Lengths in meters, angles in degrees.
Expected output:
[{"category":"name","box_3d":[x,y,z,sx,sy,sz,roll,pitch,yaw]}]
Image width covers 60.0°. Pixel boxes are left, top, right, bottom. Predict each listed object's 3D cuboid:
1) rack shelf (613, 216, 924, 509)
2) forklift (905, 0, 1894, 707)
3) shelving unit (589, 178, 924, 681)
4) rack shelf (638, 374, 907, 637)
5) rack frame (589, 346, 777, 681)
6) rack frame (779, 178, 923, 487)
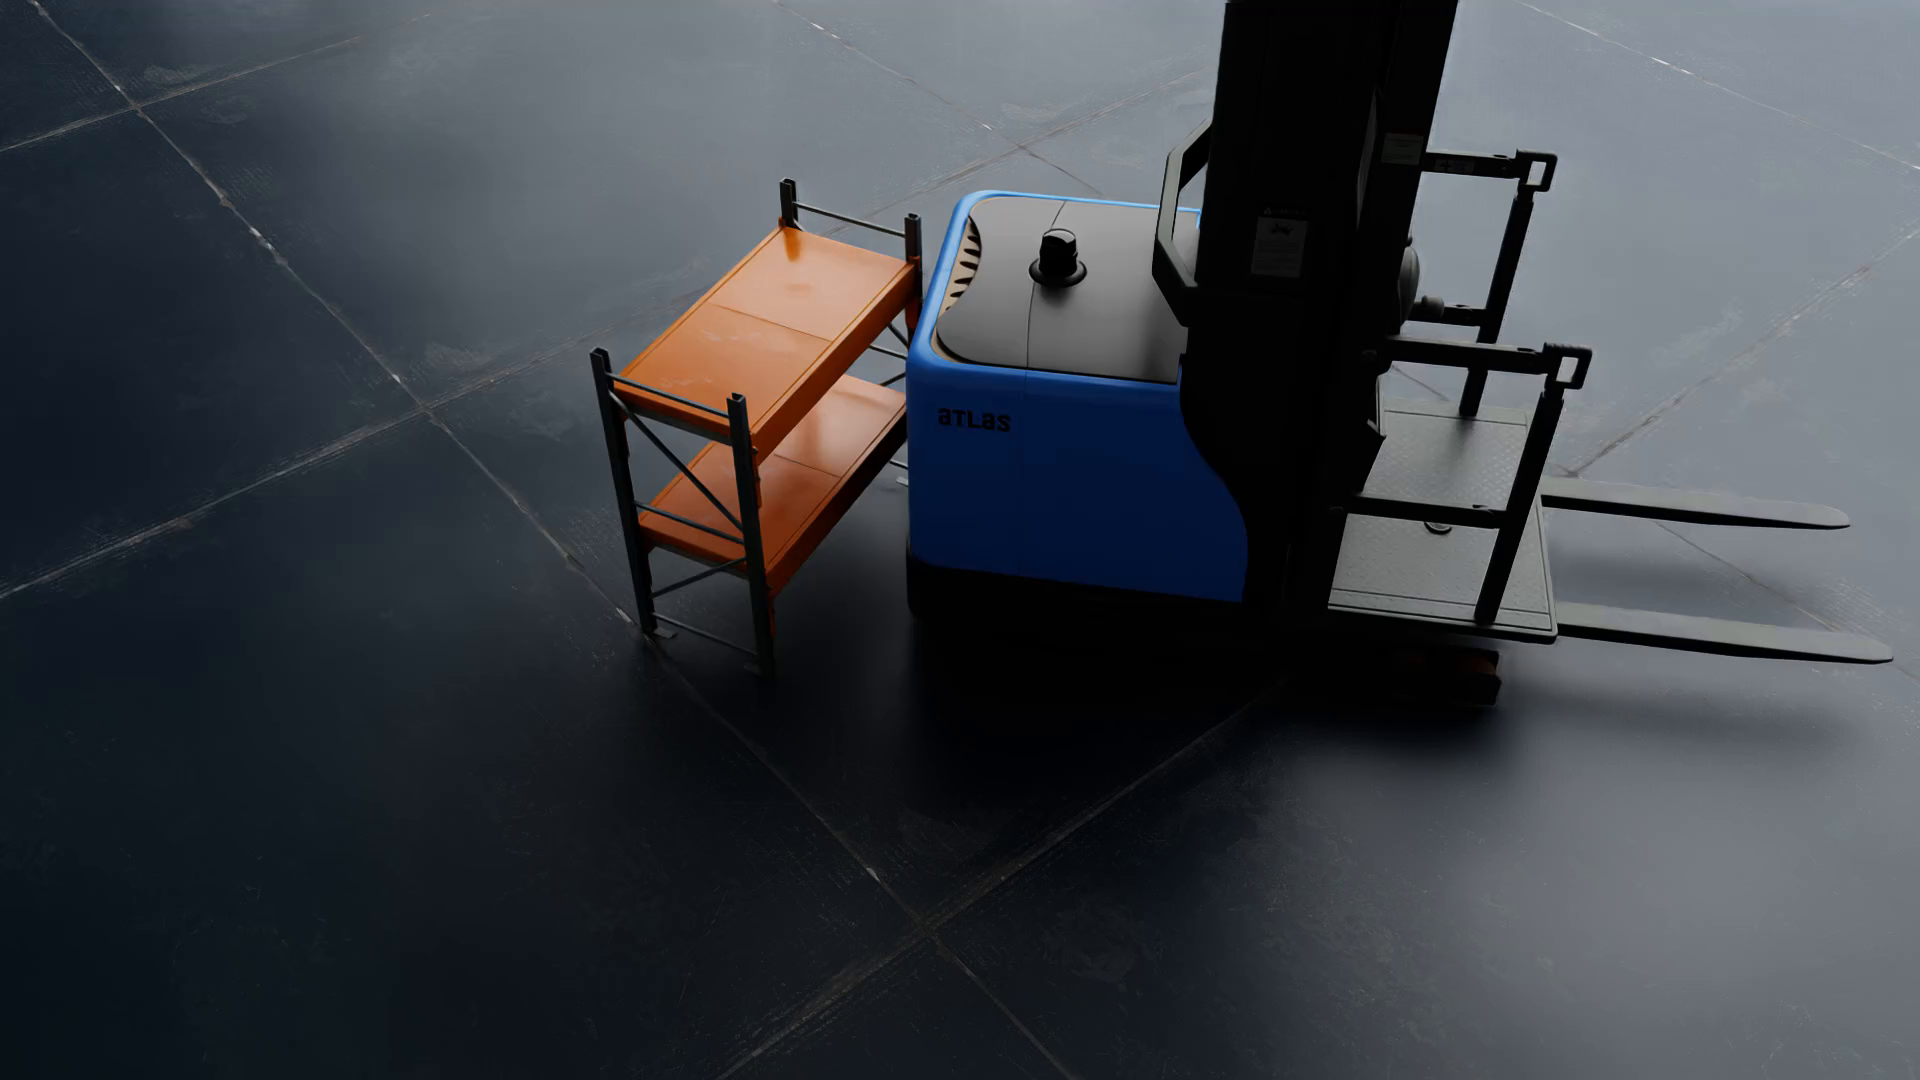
[{"category":"rack shelf","box_3d":[-0.582,-0.573,5.111,0.538,0.278,1.000,19,47,19]},{"category":"forklift","box_3d":[1.394,-0.941,4.611,3.031,2.935,1.130,7,44,7]},{"category":"shelving unit","box_3d":[-0.582,-0.360,5.311,0.538,1.125,1.048,19,47,19]},{"category":"rack shelf","box_3d":[-0.582,-0.182,5.479,0.538,0.278,1.000,19,47,19]},{"category":"rack frame","box_3d":[-0.812,-0.050,4.981,0.500,1.125,0.032,19,47,19]},{"category":"rack frame","box_3d":[-0.351,-0.670,5.641,0.500,1.125,0.032,19,47,19]}]
